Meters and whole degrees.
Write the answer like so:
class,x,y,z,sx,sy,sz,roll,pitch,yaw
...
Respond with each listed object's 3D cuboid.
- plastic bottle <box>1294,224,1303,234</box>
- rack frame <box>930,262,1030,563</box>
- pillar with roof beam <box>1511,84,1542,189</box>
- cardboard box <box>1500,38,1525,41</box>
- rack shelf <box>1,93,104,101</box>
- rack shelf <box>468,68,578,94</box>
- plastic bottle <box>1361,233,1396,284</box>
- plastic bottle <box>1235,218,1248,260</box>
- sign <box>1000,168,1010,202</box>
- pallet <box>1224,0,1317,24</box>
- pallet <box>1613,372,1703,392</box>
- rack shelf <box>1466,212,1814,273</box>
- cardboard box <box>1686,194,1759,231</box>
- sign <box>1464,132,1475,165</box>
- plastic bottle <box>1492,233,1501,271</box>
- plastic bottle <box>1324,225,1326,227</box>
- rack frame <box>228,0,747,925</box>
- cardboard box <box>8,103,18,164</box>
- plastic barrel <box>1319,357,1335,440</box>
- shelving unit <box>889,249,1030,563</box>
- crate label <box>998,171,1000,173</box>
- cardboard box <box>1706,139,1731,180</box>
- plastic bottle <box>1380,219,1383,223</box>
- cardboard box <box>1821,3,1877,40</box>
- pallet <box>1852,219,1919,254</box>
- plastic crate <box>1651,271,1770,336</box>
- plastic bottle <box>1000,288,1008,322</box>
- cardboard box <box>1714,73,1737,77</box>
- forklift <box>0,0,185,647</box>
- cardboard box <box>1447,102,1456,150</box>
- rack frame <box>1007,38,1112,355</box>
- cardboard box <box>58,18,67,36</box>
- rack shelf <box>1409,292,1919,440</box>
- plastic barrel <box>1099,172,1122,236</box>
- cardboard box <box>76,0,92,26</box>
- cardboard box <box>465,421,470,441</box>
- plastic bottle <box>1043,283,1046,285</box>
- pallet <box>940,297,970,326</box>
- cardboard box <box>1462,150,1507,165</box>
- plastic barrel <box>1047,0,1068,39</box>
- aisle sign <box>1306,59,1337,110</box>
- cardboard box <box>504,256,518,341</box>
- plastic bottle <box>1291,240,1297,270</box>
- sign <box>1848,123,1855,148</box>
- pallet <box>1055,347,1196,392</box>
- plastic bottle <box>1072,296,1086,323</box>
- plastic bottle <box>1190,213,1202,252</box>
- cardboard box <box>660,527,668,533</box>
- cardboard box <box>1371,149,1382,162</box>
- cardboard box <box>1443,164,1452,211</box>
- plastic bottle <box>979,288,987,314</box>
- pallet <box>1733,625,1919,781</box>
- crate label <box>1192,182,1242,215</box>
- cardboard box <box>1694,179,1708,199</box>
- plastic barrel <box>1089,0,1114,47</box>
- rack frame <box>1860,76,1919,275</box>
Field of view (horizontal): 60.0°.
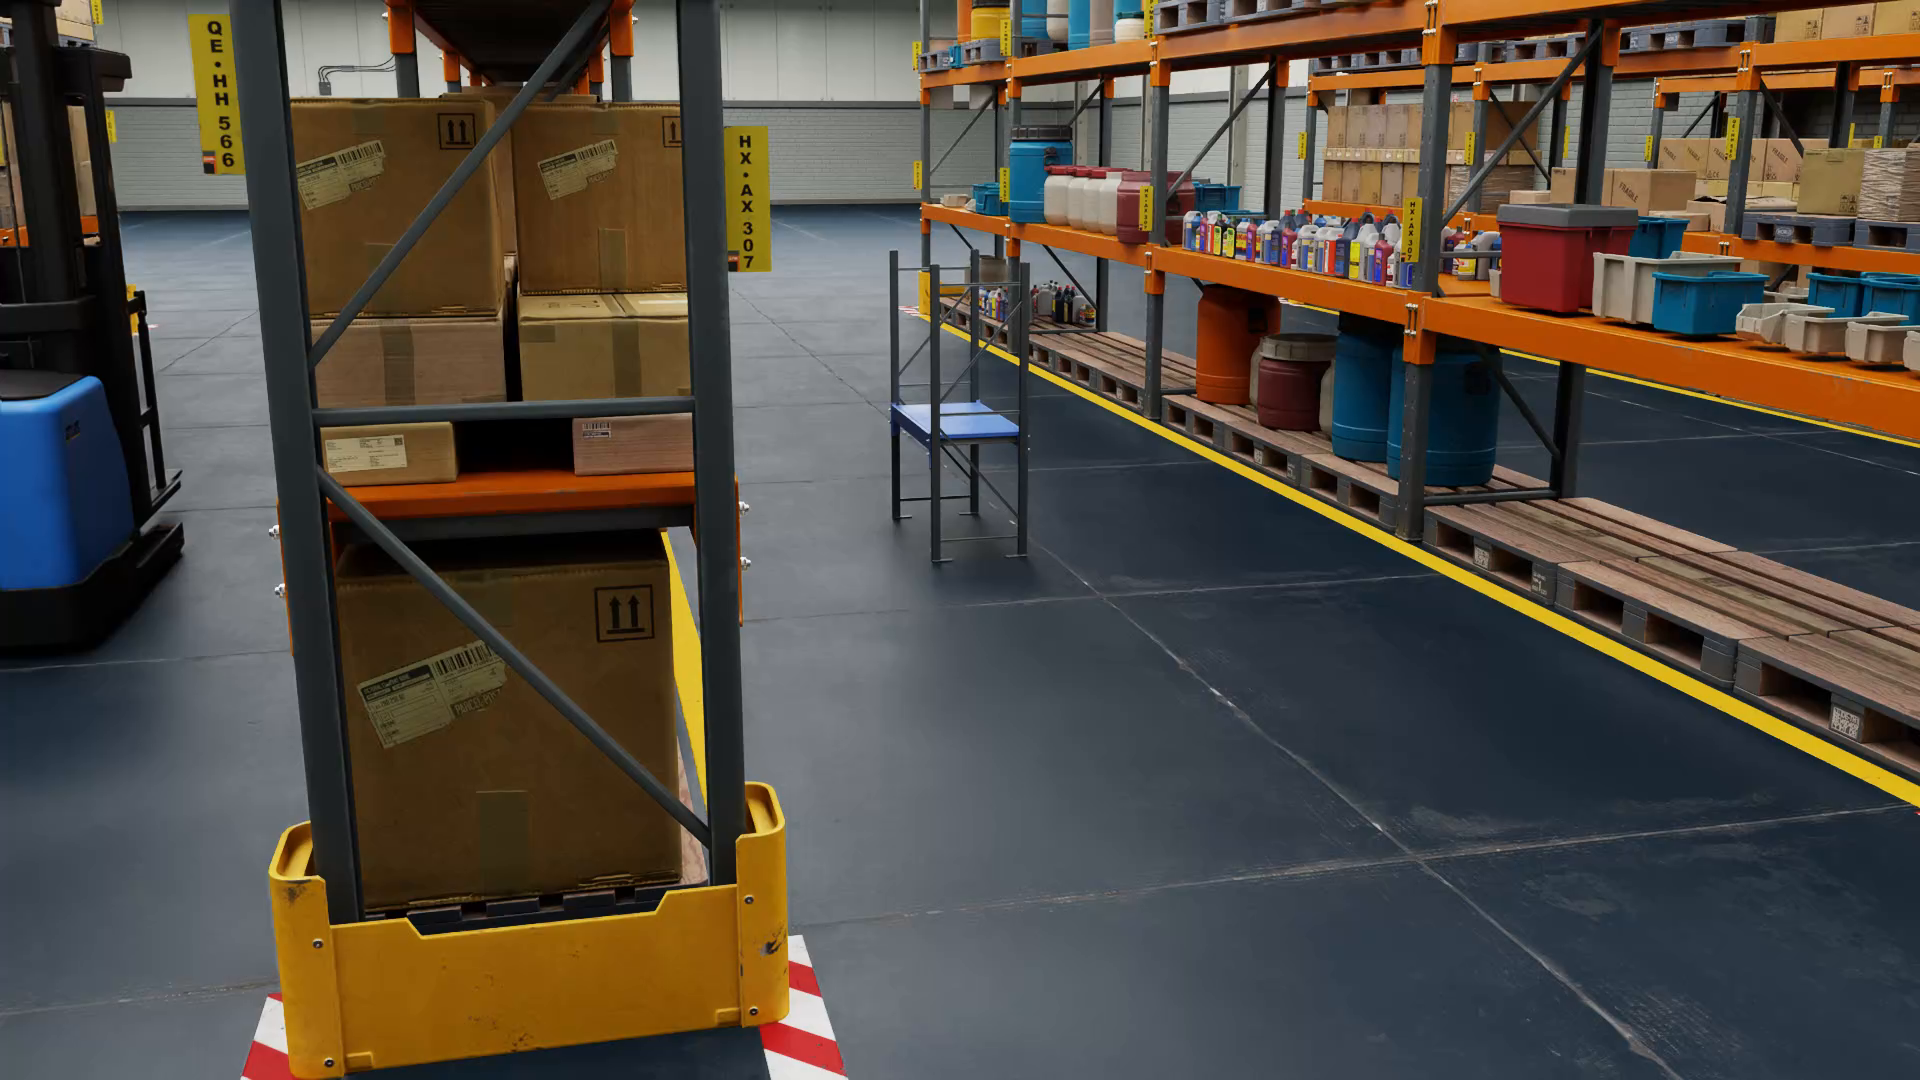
class,x,y,z,sx,sy,sz,roll,pitch,yaw
plastic bottle,2.127,-1.840,10.411,0.097,0.271,0.097,0,14,0
rack frame,0.099,-0.631,8.350,0.500,1.500,0.032,-3,14,-13
pillar with roof beam,5.074,-8.751,25.786,9.100,9.000,0.400,-3,14,-13
cardboard box,5.925,-5.515,17.469,0.500,0.500,0.500,-2,14,-9
rack shelf,-9.158,-4.371,15.693,1.077,0.370,4.000,-3,14,-13
rack shelf,-4.313,-4.624,16.729,1.077,0.370,4.000,-3,14,-13
plastic bottle,2.358,-1.582,9.345,0.152,0.276,0.135,-3,14,-13
plastic bottle,1.893,-2.009,11.101,0.097,0.271,0.097,0,14,0
sign,0.434,-3.437,16.093,0.100,0.325,0.005,-3,14,-13
pallet,2.302,-3.288,10.142,1.003,0.211,1.213,-3,14,-13
pallet,6.571,-1.521,14.708,1.003,0.211,1.213,-3,14,-13
rack shelf,6.257,-2.795,15.565,1.077,0.370,4.000,-3,14,-13
cardboard box,6.705,-2.857,14.490,0.500,0.311,0.500,-3,14,-14
sign,5.248,-4.034,17.128,0.100,0.325,0.005,-3,14,-13
plastic bottle,3.080,-1.610,9.469,0.097,0.271,0.097,0,14,0
plastic bottle,2.553,-2.094,11.596,0.097,0.201,0.097,0,14,0
rack frame,-1.025,-0.287,3.780,1.000,3.000,0.127,-3,14,-13
cardboard box,-8.976,-3.739,15.320,0.875,0.550,0.550,-3,14,-13
plastic barrel,2.527,-0.906,10.672,0.421,0.512,0.421,0,14,0
shelving unit,-0.020,-0.748,8.830,0.538,1.500,1.048,-3,14,-13
crate label,0.727,-3.862,18.338,0.502,0.435,0.616,-3,14,-13
cardboard box,9.704,-4.746,20.727,0.500,0.500,0.500,-4,14,-15
plastic bottle,2.705,-1.942,10.800,0.061,0.283,0.133,-3,14,-13
cardboard box,6.982,-3.973,12.337,0.910,0.500,0.500,-3,14,-13
pallet,7.188,-2.142,11.778,1.003,0.211,1.213,-3,14,-13
plastic crate,3.058,-0.970,6.804,0.416,0.233,0.300,-3,14,-13
plastic bottle,0.495,-2.435,17.227,0.144,0.351,0.185,-4,14,-16
cardboard box,9.715,-5.985,20.531,0.500,0.500,0.500,-3,14,-11
forklift,-4.495,-1.251,7.871,1.130,2.935,3.031,-3,14,-14
cardboard box,5.557,-4.504,18.096,0.700,0.500,0.500,-3,14,-13
rack frame,0.972,-3.331,16.241,1.000,3.000,0.127,-3,14,-13
cardboard box,-8.981,-5.020,16.266,0.380,0.149,0.250,-3,14,-14
rack shelf,3.320,-0.675,6.884,1.077,0.370,4.000,-3,14,-13
plastic barrel,1.363,-2.785,13.771,0.421,0.512,0.421,0,14,0
cardboard box,-9.241,-5.409,17.019,0.500,0.250,0.500,-3,14,-12
cardboard box,-1.549,-0.347,4.555,0.380,0.149,0.250,-3,14,-13
plastic bottle,0.935,-2.723,18.548,0.061,0.283,0.133,-3,14,-12
pallet,0.281,-2.697,19.520,1.003,0.211,1.213,-3,14,-13
cardboard box,5.515,-4.021,17.487,0.380,0.149,0.250,-3,14,-13
plastic barrel,1.061,-5.157,16.274,0.421,0.512,0.421,0,14,0
aisle sign,4.535,-5.790,20.829,0.394,0.787,0.004,-3,14,-13
cardboard box,-1.761,-0.810,5.610,0.500,0.250,0.500,-3,14,-13
plastic bottle,2.100,-1.772,10.280,0.097,0.201,0.097,0,14,0
sign,7.252,-3.240,13.596,0.100,0.325,0.005,-3,14,-13
pallet,1.484,-1.515,14.685,1.003,0.211,1.213,-3,14,-13
plastic bottle,1.220,-2.393,17.212,0.152,0.276,0.135,-3,14,-11
plastic bottle,1.699,-2.200,11.881,0.097,0.271,0.097,0,14,0
cardboard box,-2.134,-0.528,8.359,1.225,0.875,0.875,-3,14,-13
cardboard box,5.035,-4.493,19.421,0.380,0.149,0.250,-3,14,-14
cardboard box,5.547,-3.878,18.270,0.700,0.500,0.500,-3,14,-14
plastic bottle,0.259,-2.604,18.089,0.097,0.271,0.097,0,14,0
pallet,3.634,0.599,6.029,1.003,0.211,1.213,-3,14,-13
crate label,1.941,-2.670,13.460,0.502,0.435,0.616,-3,14,-13
cardboard box,9.604,-4.494,21.274,0.500,0.250,0.500,-4,14,-15
plastic barrel,1.456,-4.776,14.778,0.600,0.901,0.600,0,14,0
rack frame,10.602,-3.883,18.502,1.000,3.000,0.127,-3,14,-13
